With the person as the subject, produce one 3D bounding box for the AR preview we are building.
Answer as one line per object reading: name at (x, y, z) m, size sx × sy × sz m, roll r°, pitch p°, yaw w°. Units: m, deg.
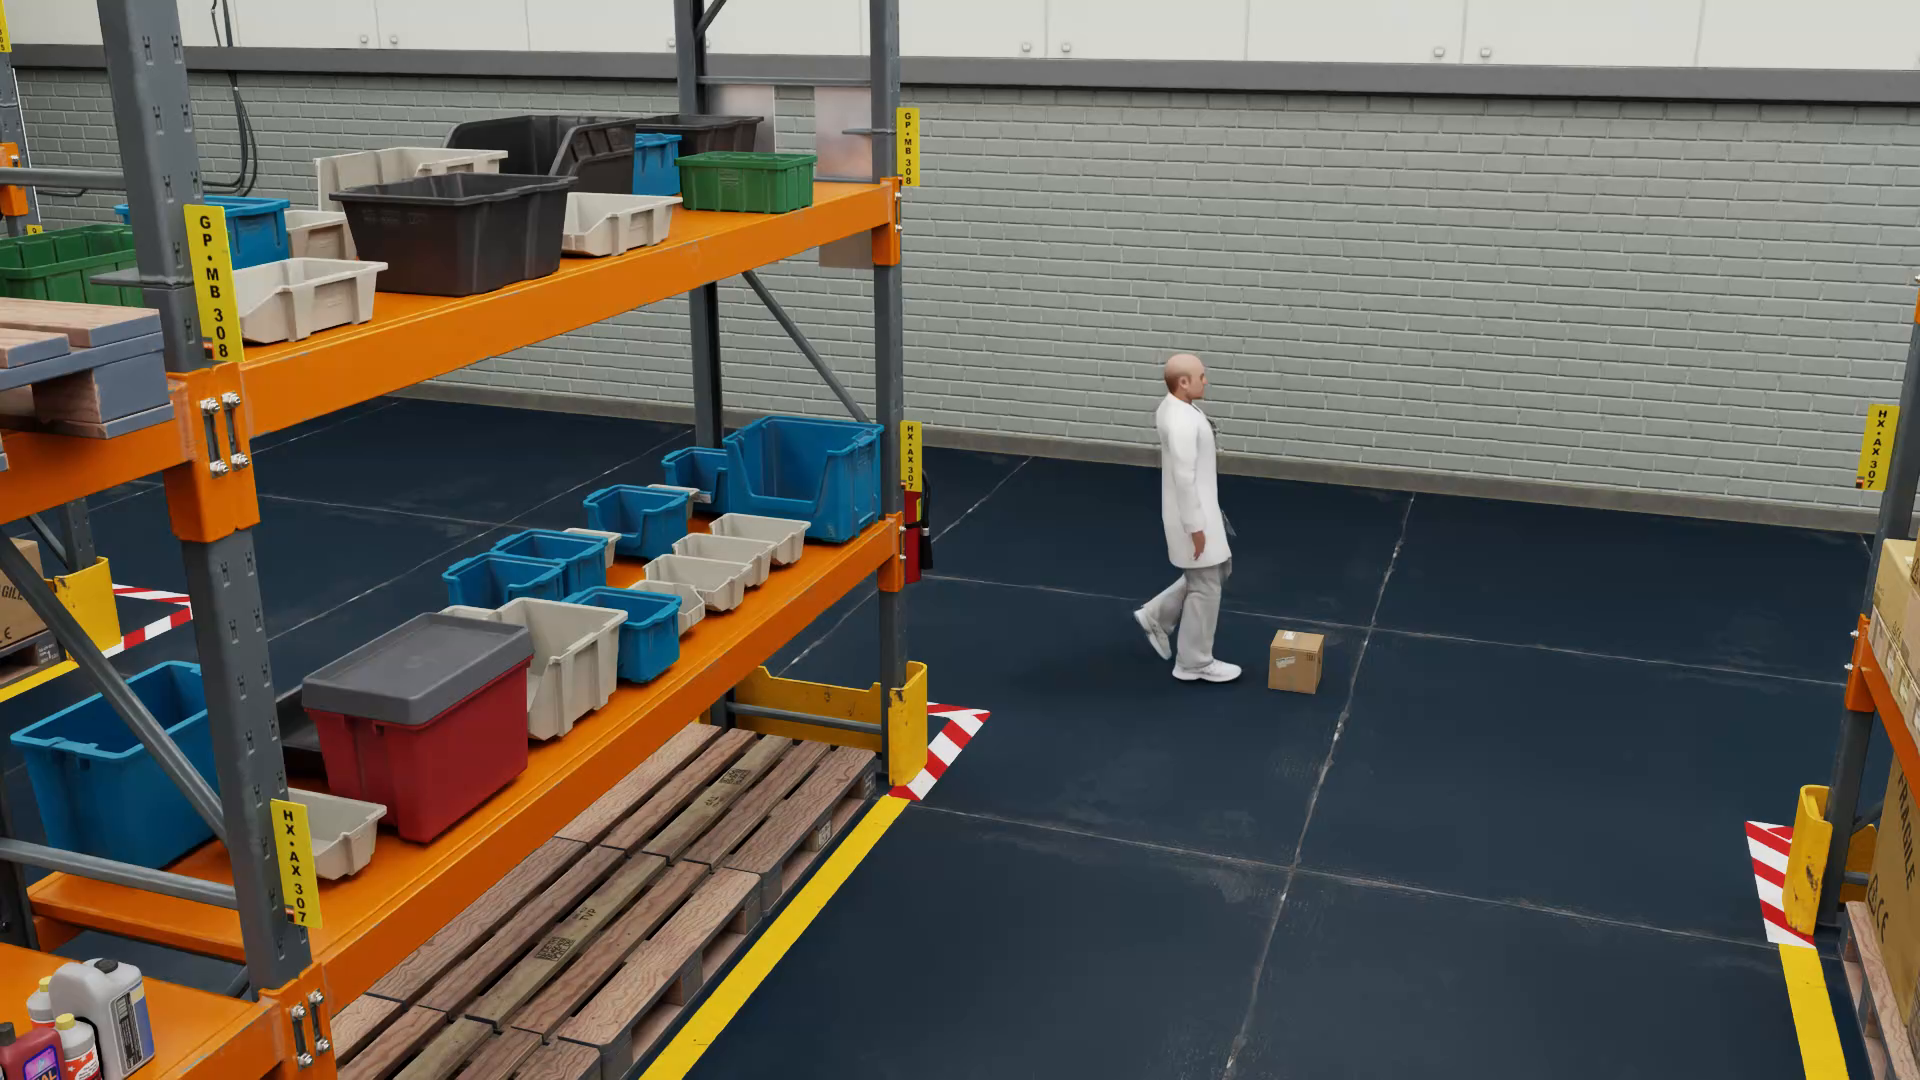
person at (1.245, -0.120, 8.905) m, size 0.578 × 1.775 × 0.606 m, roll 0°, pitch 18°, yaw 0°
